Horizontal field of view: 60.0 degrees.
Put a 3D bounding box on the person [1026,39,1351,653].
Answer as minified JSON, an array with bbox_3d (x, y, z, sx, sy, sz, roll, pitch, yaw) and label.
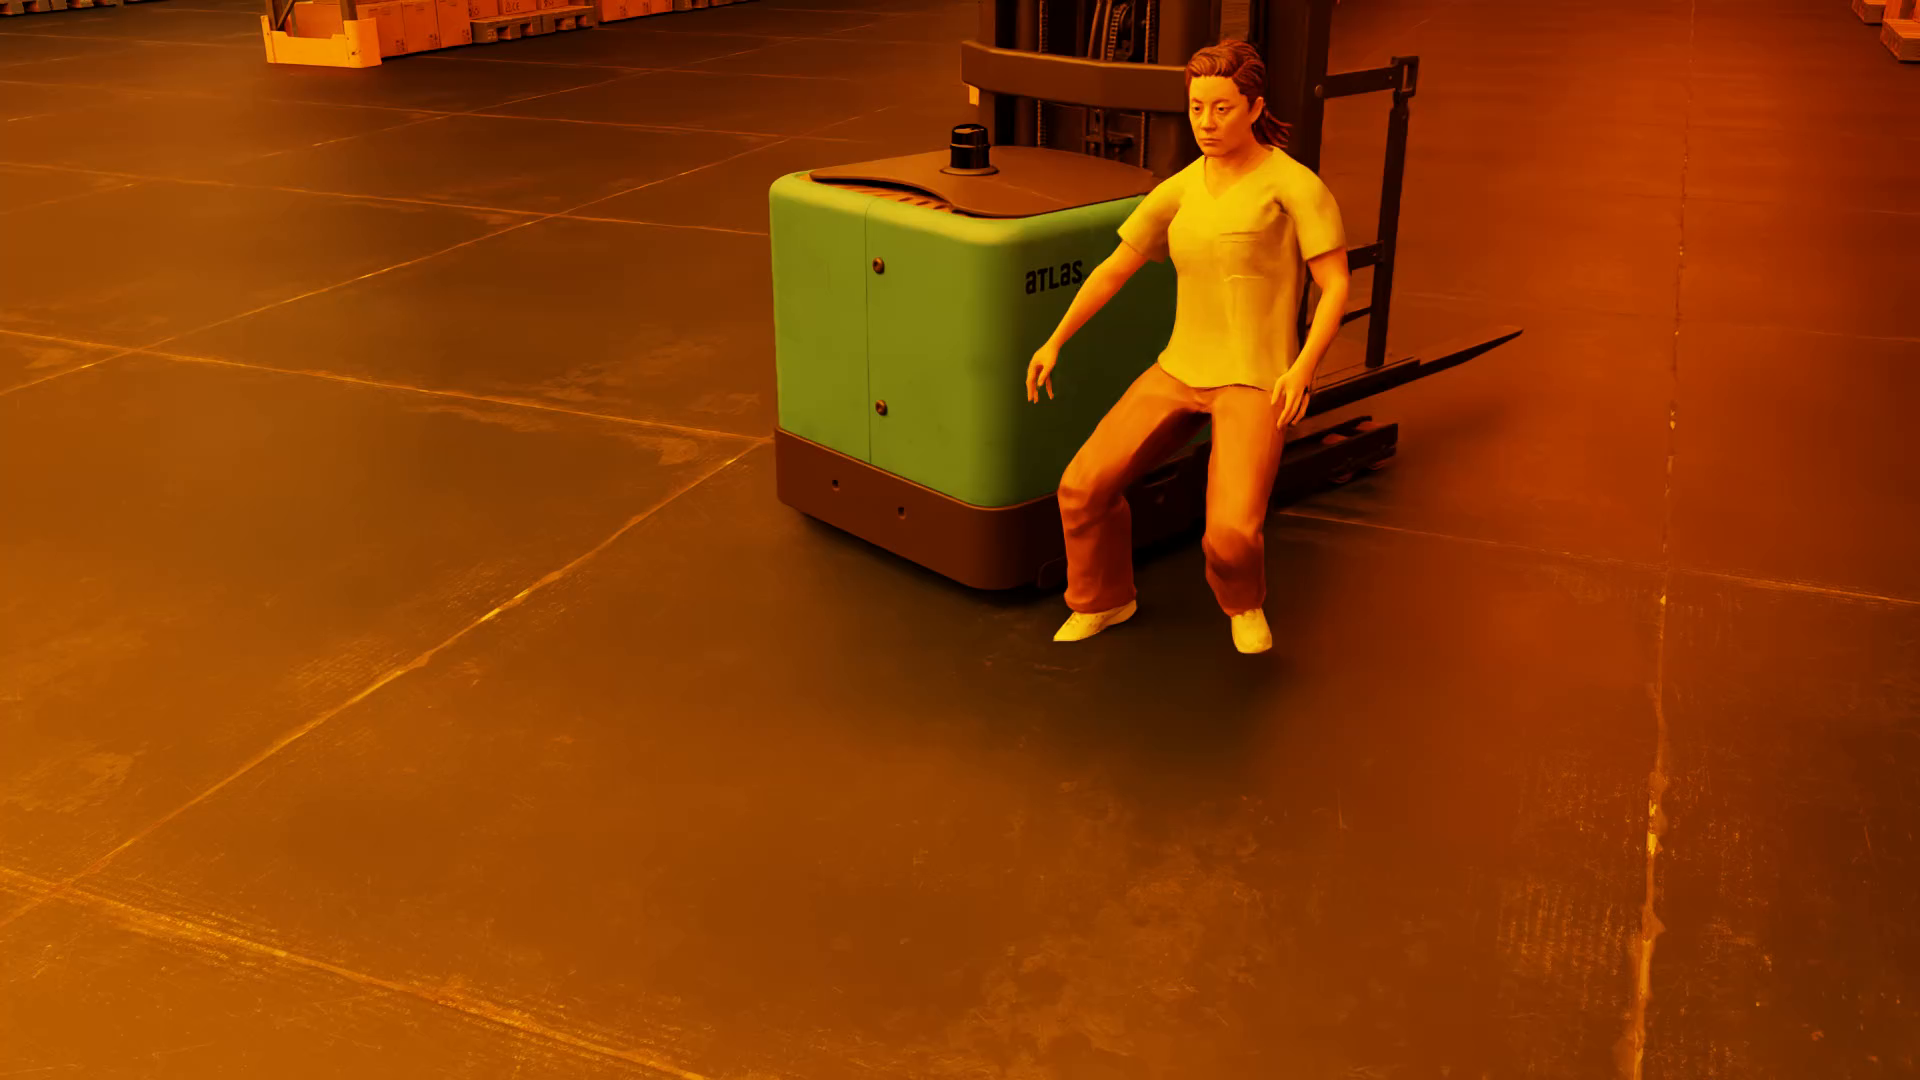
[{"bbox_3d":[0.585,-0.390,4.079,0.721,1.600,0.518,20,30,39],"label":"person"}]

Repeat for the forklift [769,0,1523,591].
[{"bbox_3d":[0.854,-1.672,5.293,3.031,2.935,1.130,-19,29,-38],"label":"forklift"}]
